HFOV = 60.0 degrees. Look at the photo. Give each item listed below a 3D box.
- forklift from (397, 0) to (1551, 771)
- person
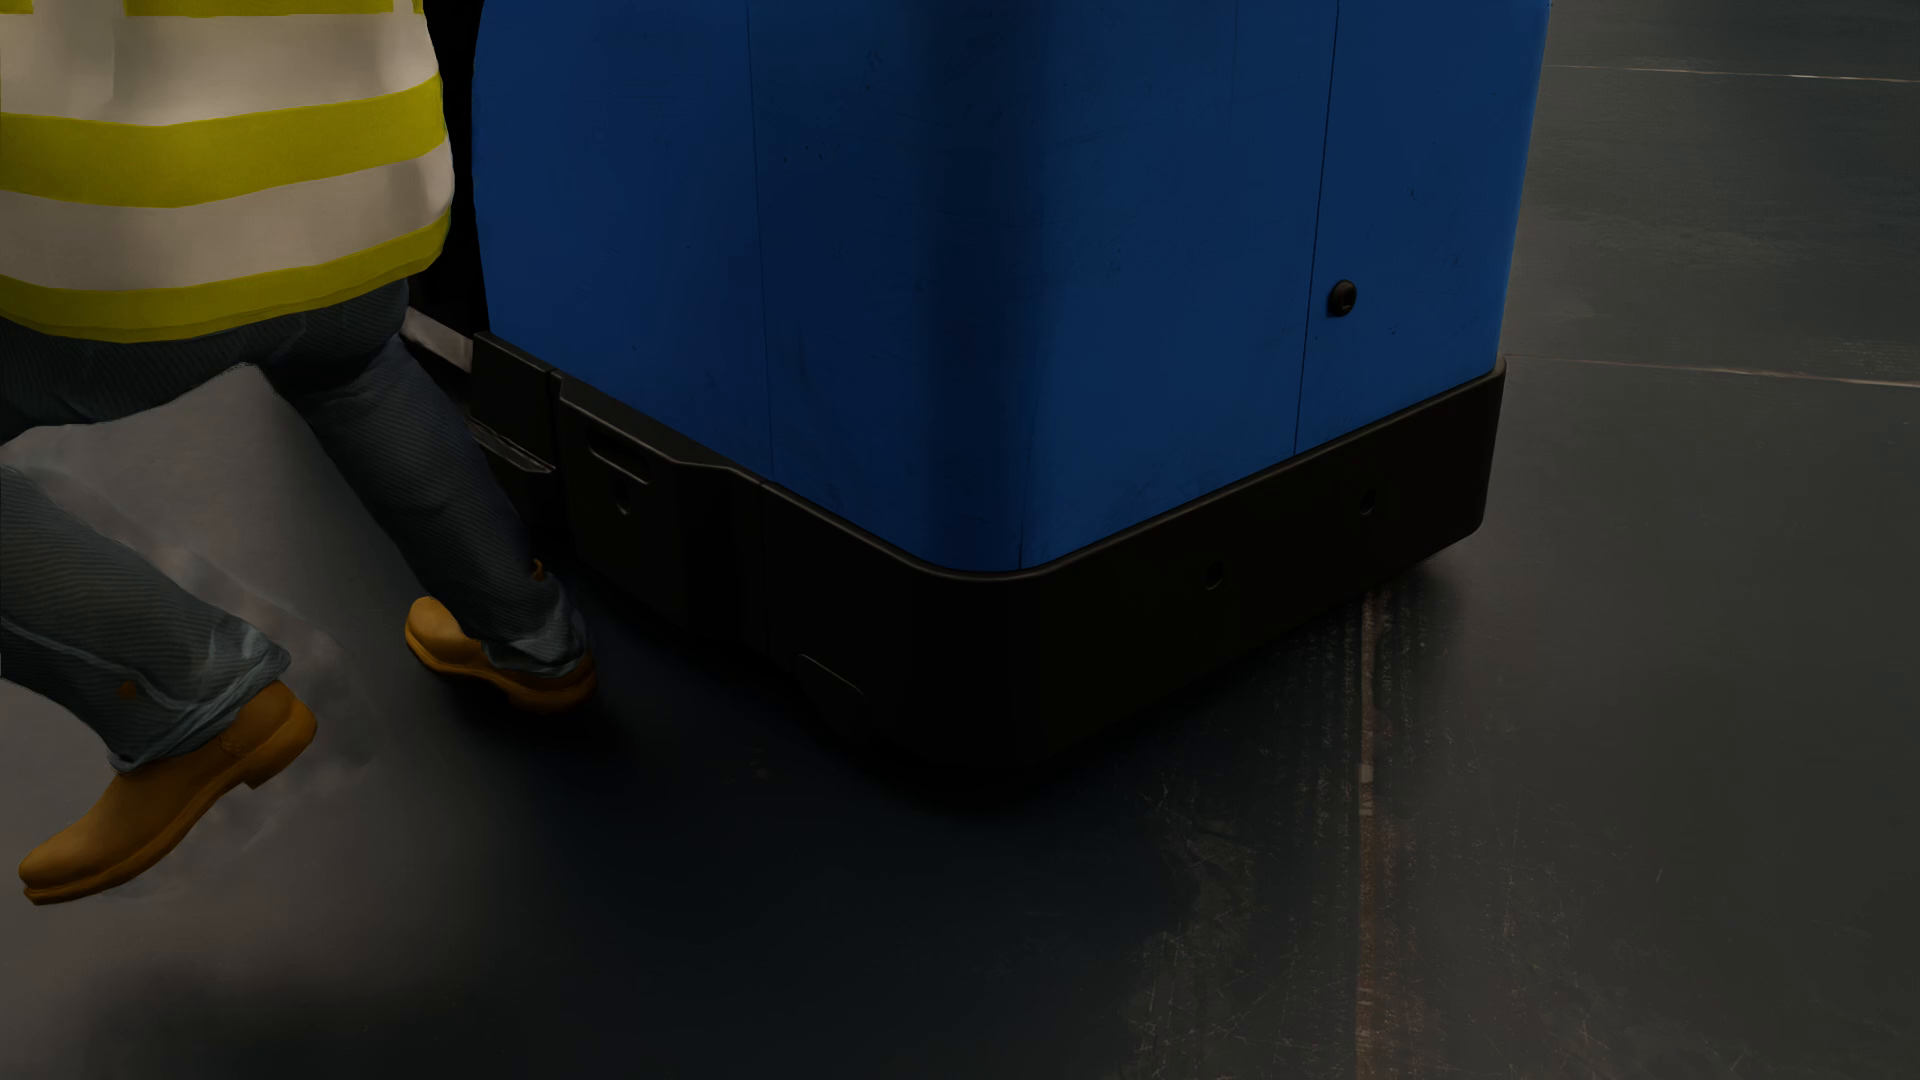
[{"bbox_3d":[-0.598,-1.635,2.486,1.130,2.935,3.031,-22,34,-36],"label":"forklift"},{"bbox_3d":[-0.778,-0.394,1.469,0.733,1.556,0.864,18,32,31],"label":"person"}]
